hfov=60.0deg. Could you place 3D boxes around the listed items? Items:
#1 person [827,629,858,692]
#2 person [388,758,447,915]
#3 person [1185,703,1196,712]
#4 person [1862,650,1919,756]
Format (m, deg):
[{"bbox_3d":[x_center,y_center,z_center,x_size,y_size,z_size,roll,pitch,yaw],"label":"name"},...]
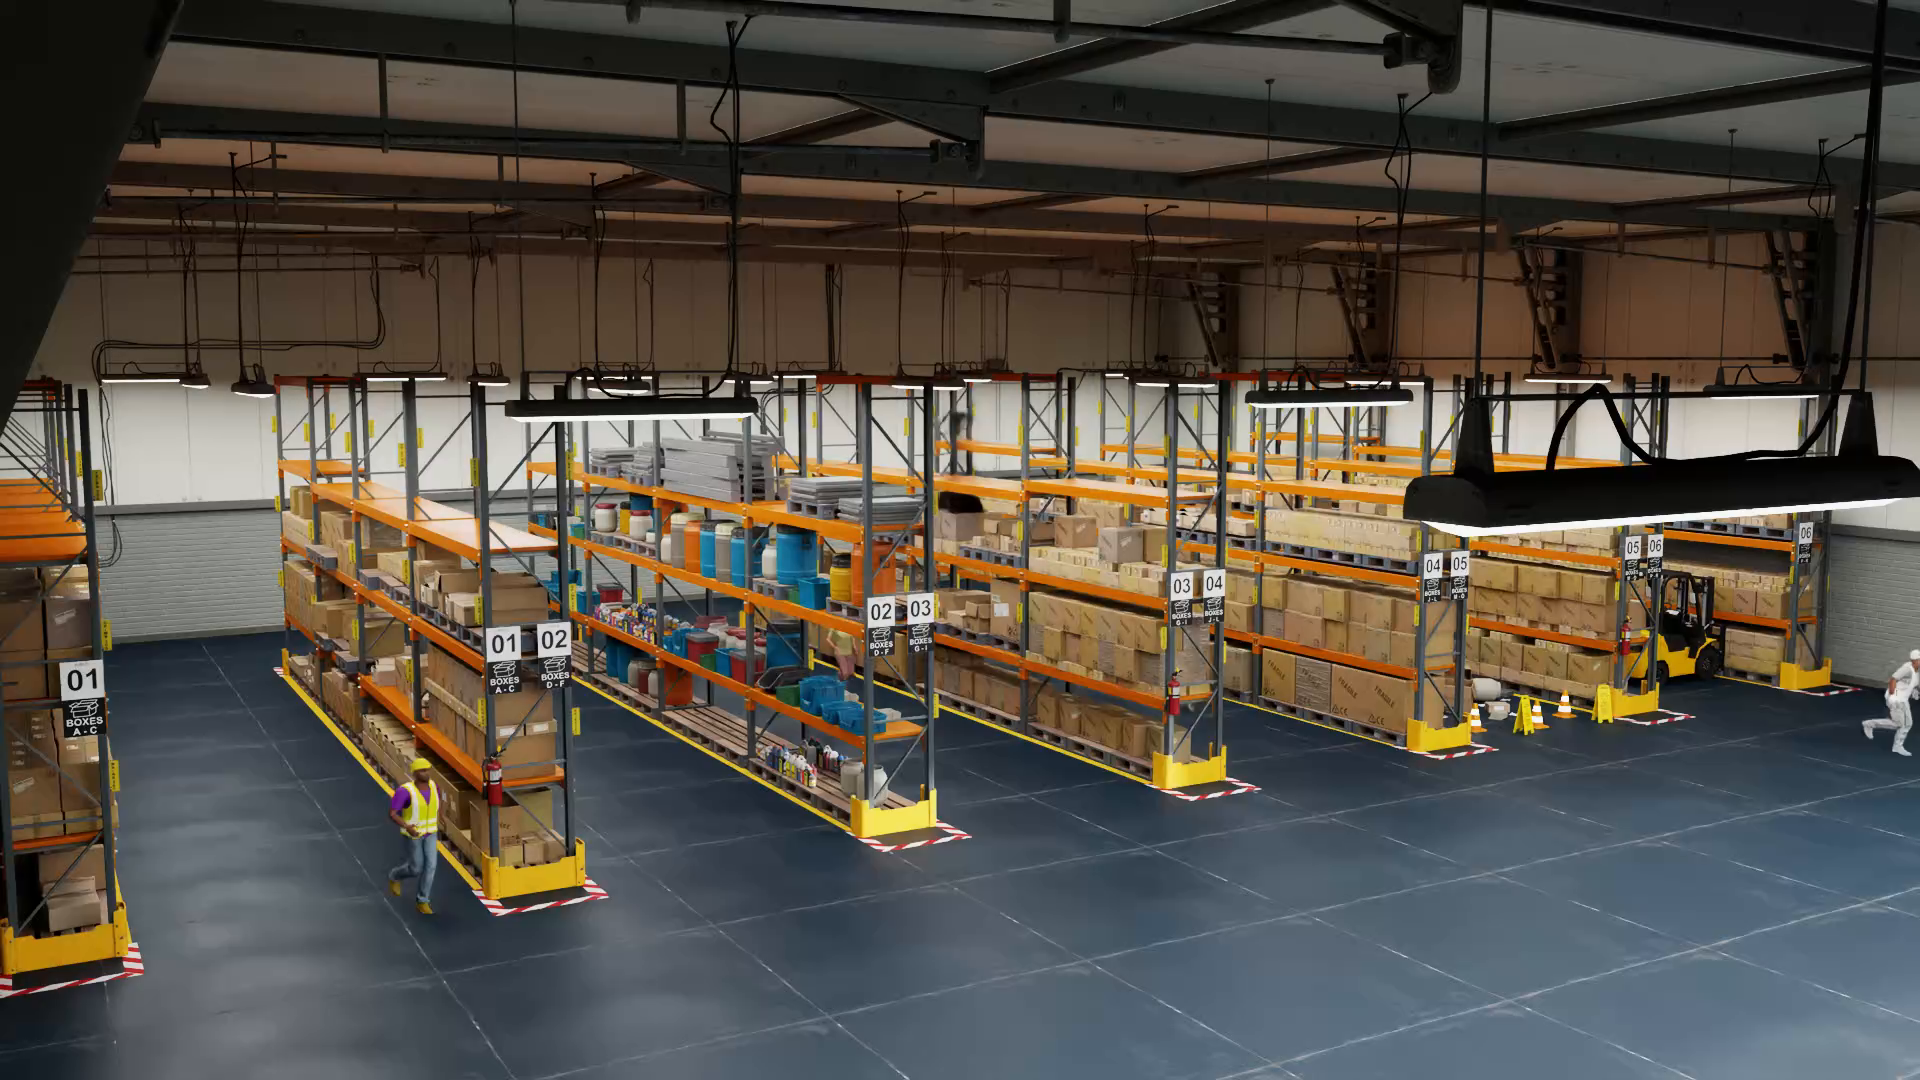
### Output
[{"bbox_3d":[-2.204,2.133,31.089,0.581,1.633,0.599,-3,7,-29],"label":"person"},{"bbox_3d":[-6.245,3.384,19.215,0.803,1.755,0.727,5,8,37],"label":"person"},{"bbox_3d":[3.961,2.211,30.171,0.704,1.732,1.056,-5,8,-38],"label":"person"},{"bbox_3d":[15.023,2.583,26.726,0.881,1.716,0.680,5,8,36],"label":"person"}]
